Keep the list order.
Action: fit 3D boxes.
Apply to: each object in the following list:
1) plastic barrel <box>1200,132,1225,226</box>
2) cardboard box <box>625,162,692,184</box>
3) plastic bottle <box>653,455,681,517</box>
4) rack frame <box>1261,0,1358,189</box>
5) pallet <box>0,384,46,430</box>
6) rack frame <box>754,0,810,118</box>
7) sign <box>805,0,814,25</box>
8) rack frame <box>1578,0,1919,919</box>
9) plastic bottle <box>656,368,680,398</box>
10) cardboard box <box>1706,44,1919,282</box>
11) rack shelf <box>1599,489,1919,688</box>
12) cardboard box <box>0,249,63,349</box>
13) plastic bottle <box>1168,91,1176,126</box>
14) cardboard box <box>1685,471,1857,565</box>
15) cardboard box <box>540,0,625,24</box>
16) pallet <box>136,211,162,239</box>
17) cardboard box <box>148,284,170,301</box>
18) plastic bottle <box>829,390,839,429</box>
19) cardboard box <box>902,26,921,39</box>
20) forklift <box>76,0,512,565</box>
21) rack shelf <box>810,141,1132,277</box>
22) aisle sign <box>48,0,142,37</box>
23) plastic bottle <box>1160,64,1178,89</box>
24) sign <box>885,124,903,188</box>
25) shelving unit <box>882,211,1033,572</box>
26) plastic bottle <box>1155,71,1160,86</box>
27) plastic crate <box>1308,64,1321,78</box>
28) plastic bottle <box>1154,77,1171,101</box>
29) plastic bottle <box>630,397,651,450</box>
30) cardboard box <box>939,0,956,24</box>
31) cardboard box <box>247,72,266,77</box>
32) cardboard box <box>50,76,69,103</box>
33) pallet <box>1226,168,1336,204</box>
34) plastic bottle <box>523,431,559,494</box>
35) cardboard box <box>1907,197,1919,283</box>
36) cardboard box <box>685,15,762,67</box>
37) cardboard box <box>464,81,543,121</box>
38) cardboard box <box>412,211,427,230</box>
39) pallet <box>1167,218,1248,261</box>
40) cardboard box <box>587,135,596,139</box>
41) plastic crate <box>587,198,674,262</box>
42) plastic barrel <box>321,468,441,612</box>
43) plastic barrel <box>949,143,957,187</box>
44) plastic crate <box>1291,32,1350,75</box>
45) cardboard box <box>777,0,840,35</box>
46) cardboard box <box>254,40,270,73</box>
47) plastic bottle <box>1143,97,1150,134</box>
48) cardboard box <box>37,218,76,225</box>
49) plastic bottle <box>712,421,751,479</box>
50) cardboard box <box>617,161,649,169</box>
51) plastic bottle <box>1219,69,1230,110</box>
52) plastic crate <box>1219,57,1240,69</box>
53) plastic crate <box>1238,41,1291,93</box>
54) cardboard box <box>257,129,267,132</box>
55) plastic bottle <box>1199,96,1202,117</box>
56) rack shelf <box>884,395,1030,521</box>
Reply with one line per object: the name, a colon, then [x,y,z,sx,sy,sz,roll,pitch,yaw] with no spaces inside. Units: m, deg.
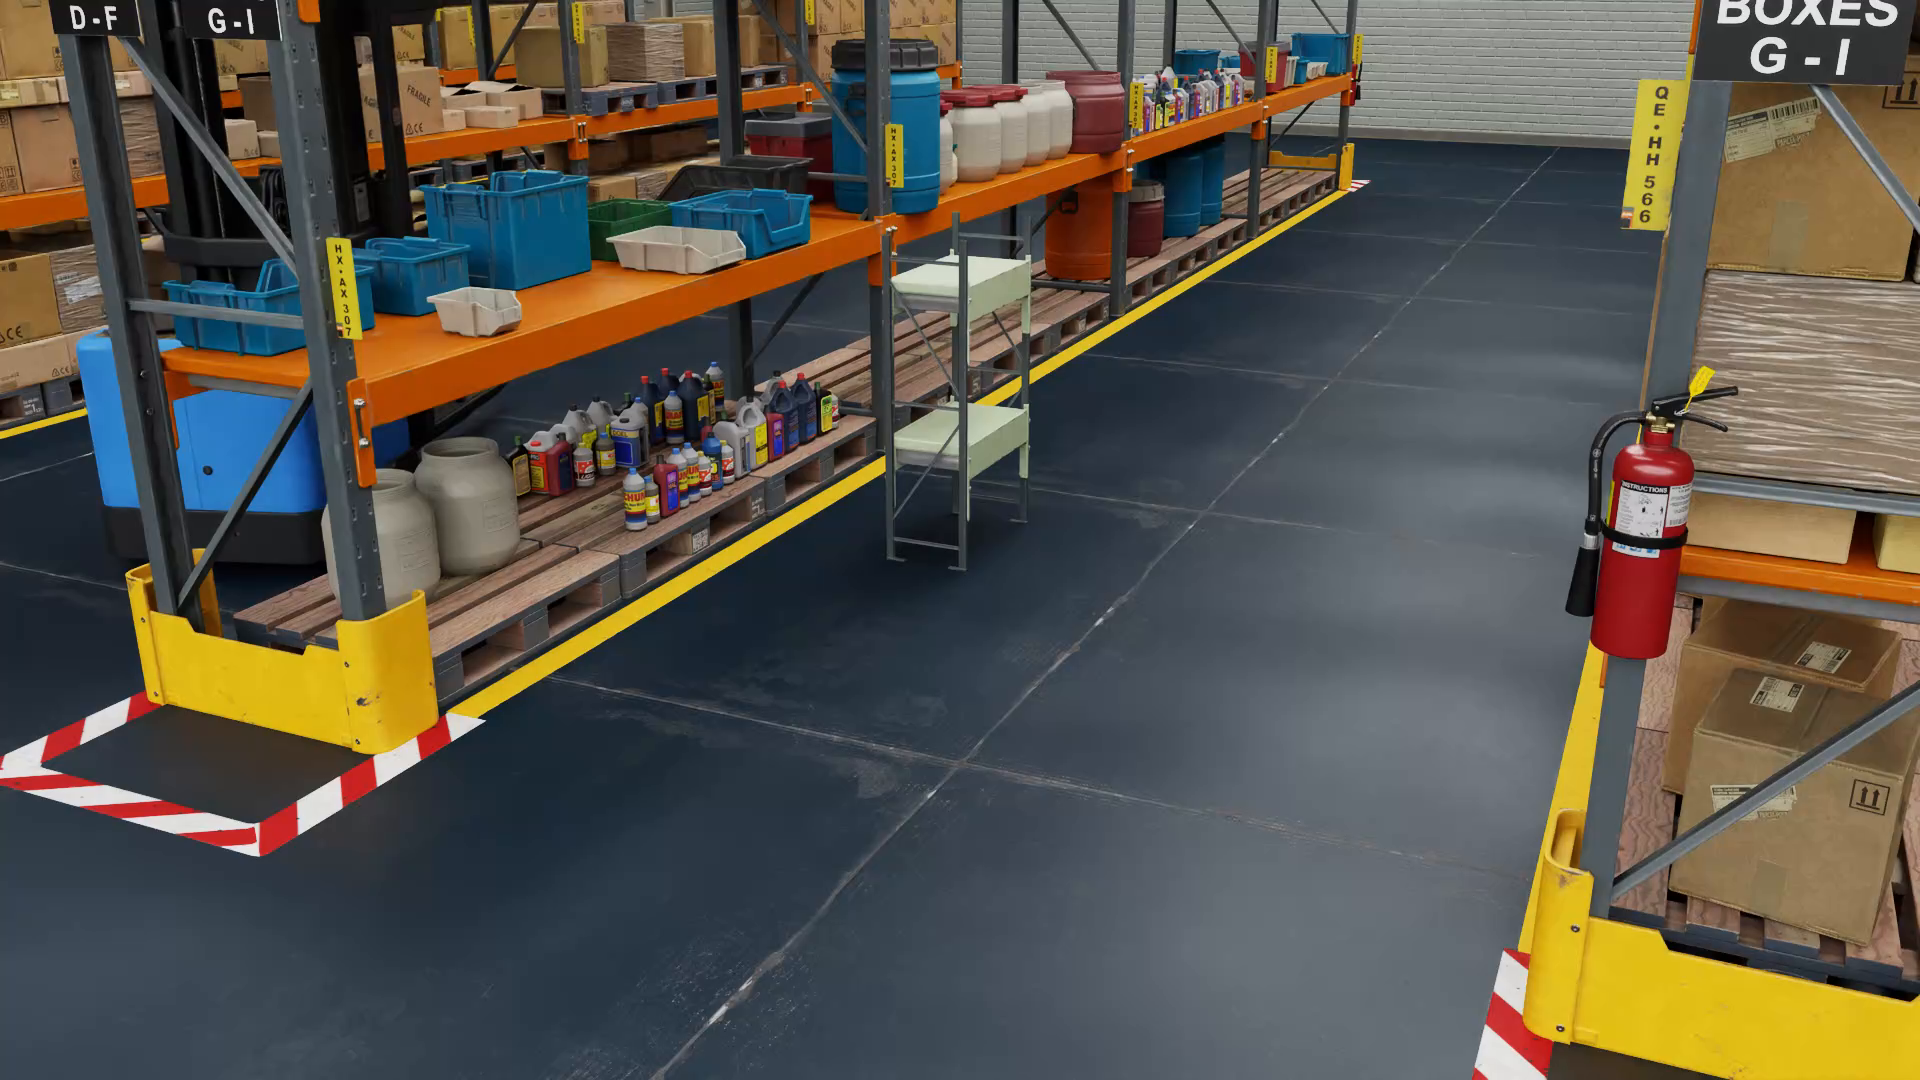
plastic barrel: [2.194,-3.469,15.750,0.600,0.901,0.708,9,21,23]
cardboard box: [-2.857,-3.324,15.913,0.500,0.500,0.500,8,21,22]
plastic bottle: [-1.346,-0.261,7.622,0.061,0.283,0.133,9,21,24]
rack frame: [4.070,-5.646,19.368,1.000,3.000,0.127,9,21,23]
pallet: [-6.223,-0.733,9.715,1.003,0.211,1.213,9,21,23]
rack frame: [-2.085,-5.104,17.844,1.000,3.000,0.127,9,21,23]
sign: [-1.578,-5.575,17.439,0.100,0.325,0.005,9,21,23]
rack frame: [2.037,-0.075,3.704,1.000,3.000,0.127,9,21,23]
plastic bottle: [-1.553,-0.747,8.890,0.144,0.351,0.185,9,22,24]
cardboard box: [2.037,-0.936,4.038,0.500,0.500,0.500,9,21,23]
rack shelf: [2.856,-0.348,5.544,1.077,0.370,4.000,9,21,23]
cardboard box: [-5.769,-1.438,9.893,0.500,0.500,0.500,9,21,23]
plastic bottle: [1.717,-3.542,13.644,0.097,0.271,0.097,0,20,0]
cardboard box: [1.965,-0.072,4.071,0.380,0.149,0.250,9,21,23]
cardboard box: [-5.168,-6.989,22.698,0.980,0.700,0.700,10,22,25]
pallet: [-8.566,-3.007,16.110,1.003,0.211,1.213,9,21,23]
cardboard box: [-5.456,-1.727,11.826,0.500,0.250,0.500,8,21,22]
plastic bottle: [-0.708,-0.713,9.016,0.097,0.201,0.097,0,20,0]
cardboard box: [-0.801,-5.889,19.902,0.500,0.500,0.500,9,21,23]
forklift: [-3.214,-1.721,8.433,1.130,2.935,3.031,2,20,6]
rack shelf: [-0.025,-2.250,10.893,1.077,0.370,4.000,9,21,23]
aisle sign: [-2.782,-1.999,5.232,0.394,0.787,0.004,9,21,23]
plastic bottle: [1.976,-4.325,15.726,0.144,0.351,0.185,9,21,23]
sign: [-0.347,-2.029,8.785,0.100,0.325,0.005,9,21,23]
shelving unit: [-0.003,-0.705,7.712,0.431,1.500,0.755,9,21,23]
plastic bottle: [1.838,-4.274,15.684,0.061,0.283,0.133,9,21,23]
plastic crate: [3.769,-5.189,18.388,0.396,0.136,0.243,9,21,23]
plastic bottle: [1.709,-3.717,14.018,0.144,0.351,0.185,9,21,23]
plastic bottle: [-1.656,-0.602,8.600,0.097,0.271,0.097,0,20,0]
cardboard box: [-0.379,-6.671,20.610,0.500,0.500,0.500,8,21,22]
cardboard box: [-7.512,-4.840,17.446,0.380,0.149,0.250,9,21,24]
cardboard box: [-5.485,-2.743,10.088,0.380,0.149,0.250,8,21,21]
pallet: [3.697,-4.085,19.142,1.003,0.211,1.213,9,21,23]
plastic bottle: [-2.002,-0.374,7.952,0.152,0.276,0.135,9,21,23]
cardboard box: [2.511,-0.864,3.838,0.500,0.500,0.500,9,21,23]
cardboard box: [-2.484,-5.235,17.436,0.700,0.500,0.500,2,20,4]
cardboard box: [-3.912,-3.734,14.125,0.500,0.311,0.500,10,22,26]
cardboard box: [-4.337,-2.387,12.845,0.500,0.311,0.500,9,22,24]
pallet: [2.078,-2.879,15.750,1.003,0.211,1.213,9,21,23]
cardboard box: [-5.369,-5.645,22.469,0.700,0.500,0.500,8,21,23]
plastic crate: [-1.657,-1.502,8.031,0.450,0.188,0.662,9,21,23]
plastic barrel: [-2.282,0.008,6.557,0.421,0.512,0.421,0,20,0]
plastic barrel: [-0.162,-2.296,10.155,0.301,0.262,0.301,0,20,0]
plastic crate: [4.103,-5.563,18.992,0.616,0.435,0.499,9,21,23]
cardboard box: [-1.636,-5.728,17.956,0.500,0.500,0.500,9,22,24]
cardboard box: [-7.385,-5.180,17.436,0.500,0.500,0.500,8,21,22]
plastic bottle: [1.442,-3.328,13.023,0.061,0.283,0.133,9,21,23]
cardboard box: [-8.809,-3.221,15.622,0.700,0.500,0.500,9,21,23]
plastic bottle: [-1.126,-0.459,8.191,0.152,0.276,0.135,9,21,24]
cardboard box: [-3.342,-3.387,16.090,0.500,0.500,0.500,8,21,21]
plastic bottle: [2.354,-4.074,15.022,0.144,0.351,0.185,9,21,23]
plastic crate: [3.006,-5.071,17.911,0.416,0.233,0.300,9,21,23]
plastic crate: [3.026,-4.720,16.580,0.402,0.464,0.583,9,21,23]
cardboard box: [-5.169,-2.889,11.817,0.396,0.266,0.258,8,21,21]
plastic bottle: [2.037,-3.748,14.327,0.097,0.201,0.097,0,20,0]
rack shelf: [-0.003,-0.397,7.821,0.431,0.370,0.720,9,21,23]
